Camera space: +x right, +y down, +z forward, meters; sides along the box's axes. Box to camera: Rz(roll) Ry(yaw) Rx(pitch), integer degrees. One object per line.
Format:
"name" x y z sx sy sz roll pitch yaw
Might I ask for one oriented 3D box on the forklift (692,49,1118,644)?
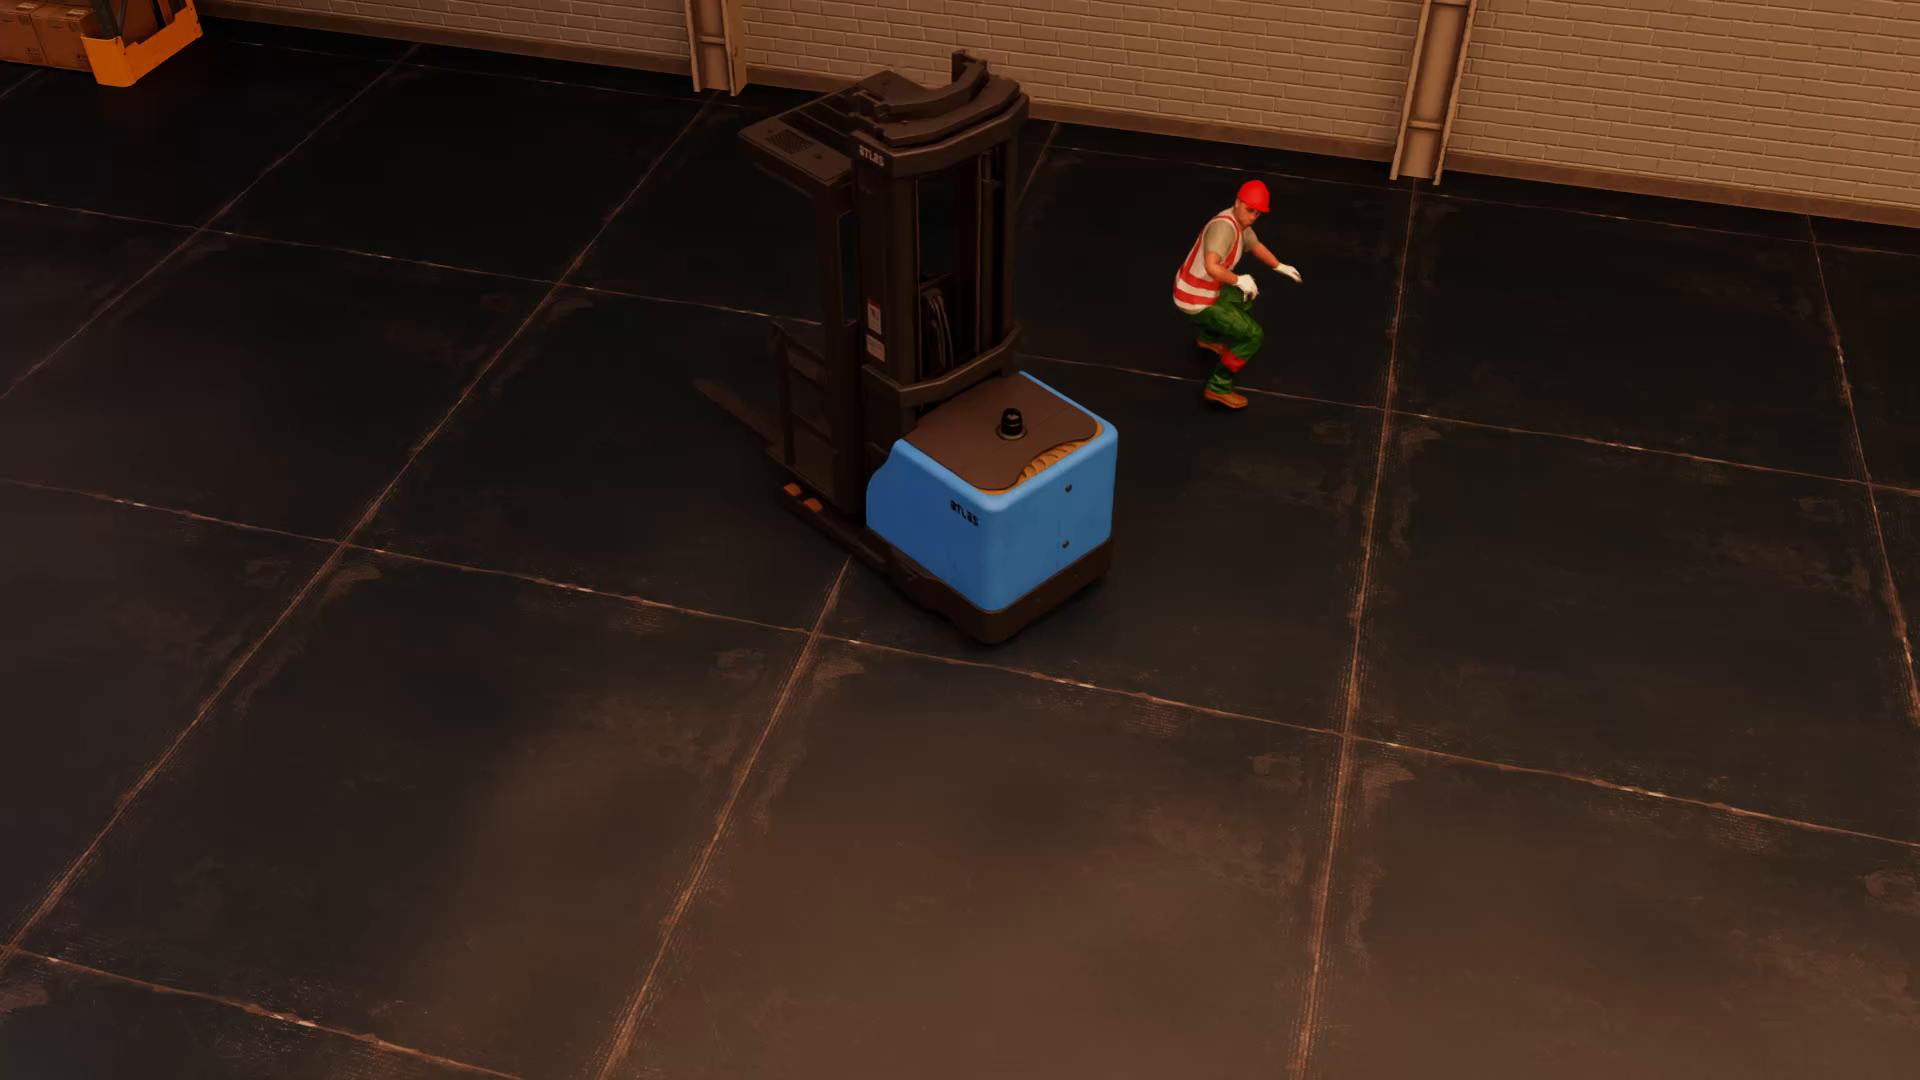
"forklift" -0.485 -1.400 9.459 1.130 2.935 3.031 -32 50 -31

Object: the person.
"person" 1.817 -1.630 10.839 0.853 1.528 0.852 5 41 6
